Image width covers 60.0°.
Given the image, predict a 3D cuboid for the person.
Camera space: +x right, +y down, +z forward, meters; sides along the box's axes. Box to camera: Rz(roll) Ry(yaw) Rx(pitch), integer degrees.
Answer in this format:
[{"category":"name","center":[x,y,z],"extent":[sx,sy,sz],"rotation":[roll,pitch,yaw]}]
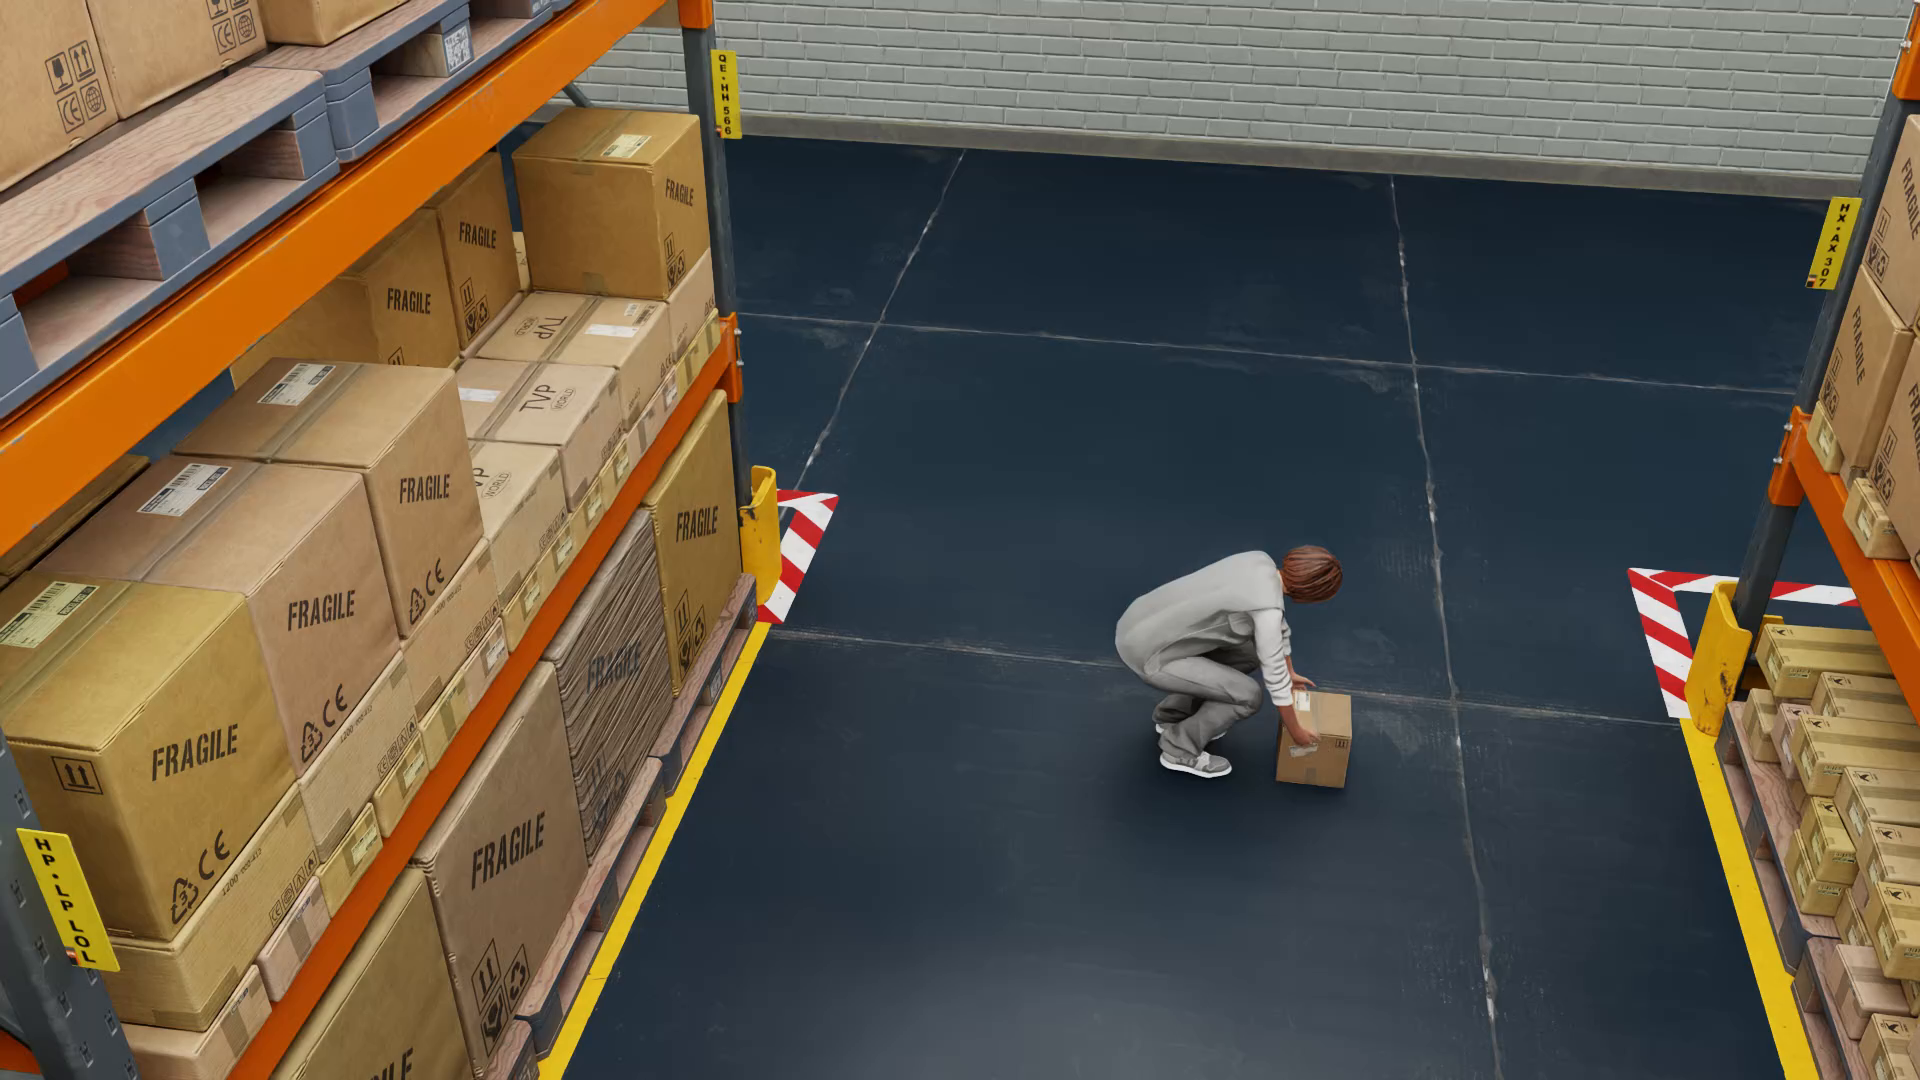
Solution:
[{"category":"person","center":[0.907,0.448,6.158],"extent":[0.648,0.835,0.446],"rotation":[5,33,8]}]
